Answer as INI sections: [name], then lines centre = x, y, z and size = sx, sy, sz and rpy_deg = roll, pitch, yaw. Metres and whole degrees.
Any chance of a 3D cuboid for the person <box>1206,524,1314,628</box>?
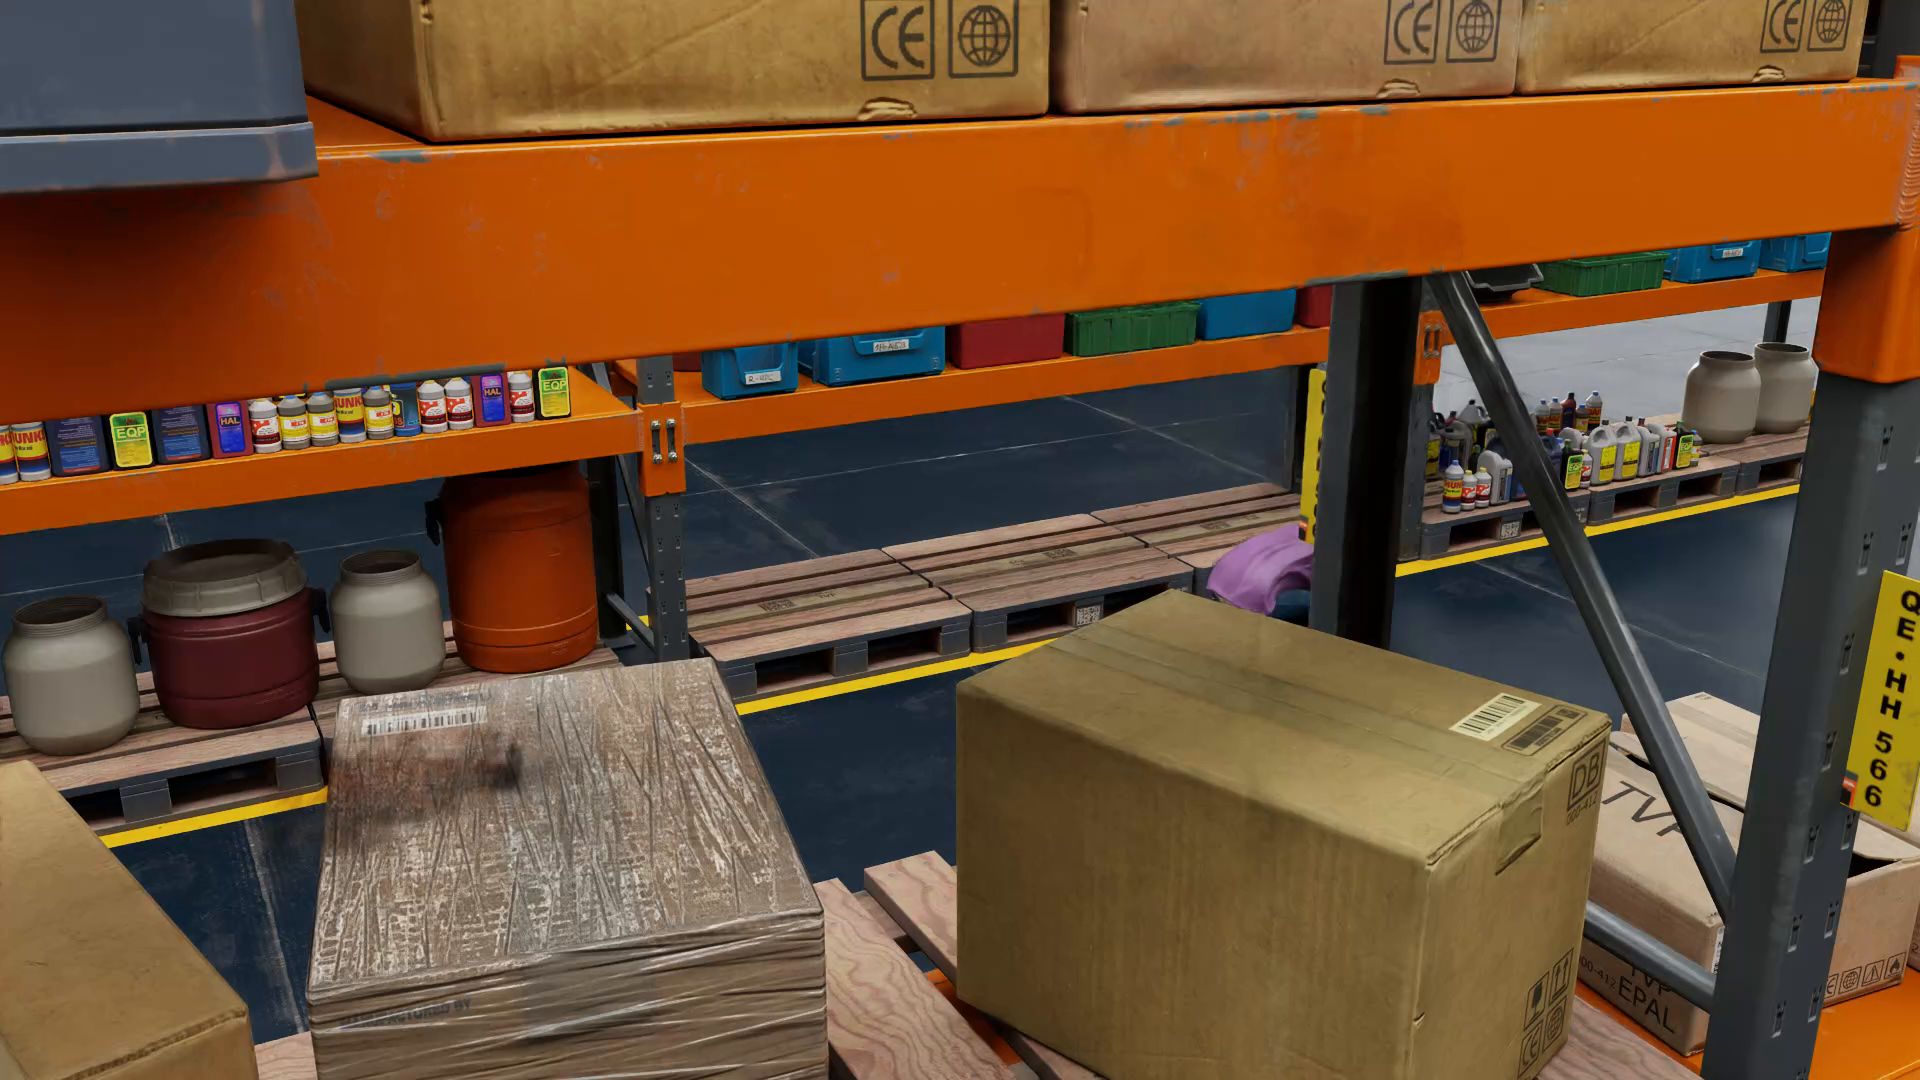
[person]
centre = 1.439, 0.284, 7.194
size = 0.863, 0.694, 0.421
rpy_deg = -10, 21, -28
